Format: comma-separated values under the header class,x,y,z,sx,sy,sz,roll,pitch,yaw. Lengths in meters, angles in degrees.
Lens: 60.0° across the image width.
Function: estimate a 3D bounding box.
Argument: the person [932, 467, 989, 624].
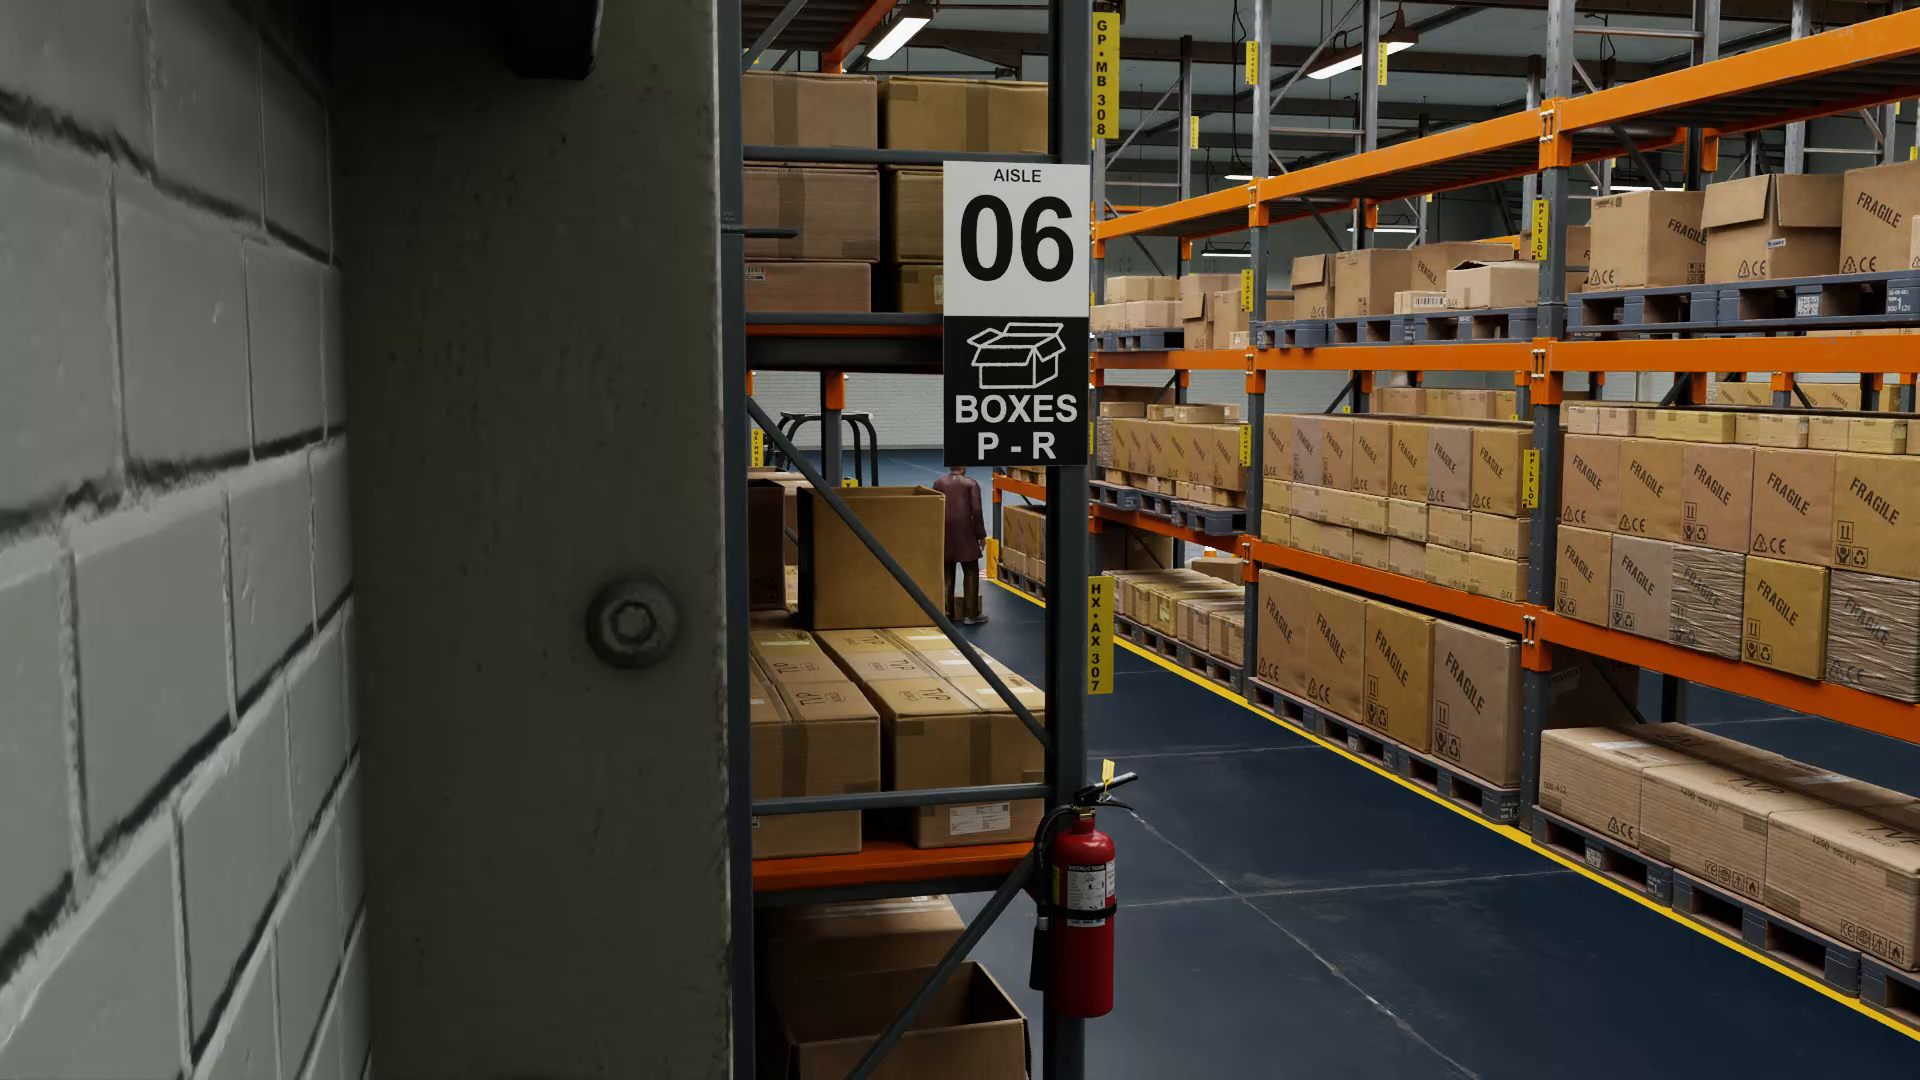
class,x,y,z,sx,sy,sz,roll,pitch,yaw
person,-0.022,-0.020,17.315,0.647,1.772,0.427,2,6,21
